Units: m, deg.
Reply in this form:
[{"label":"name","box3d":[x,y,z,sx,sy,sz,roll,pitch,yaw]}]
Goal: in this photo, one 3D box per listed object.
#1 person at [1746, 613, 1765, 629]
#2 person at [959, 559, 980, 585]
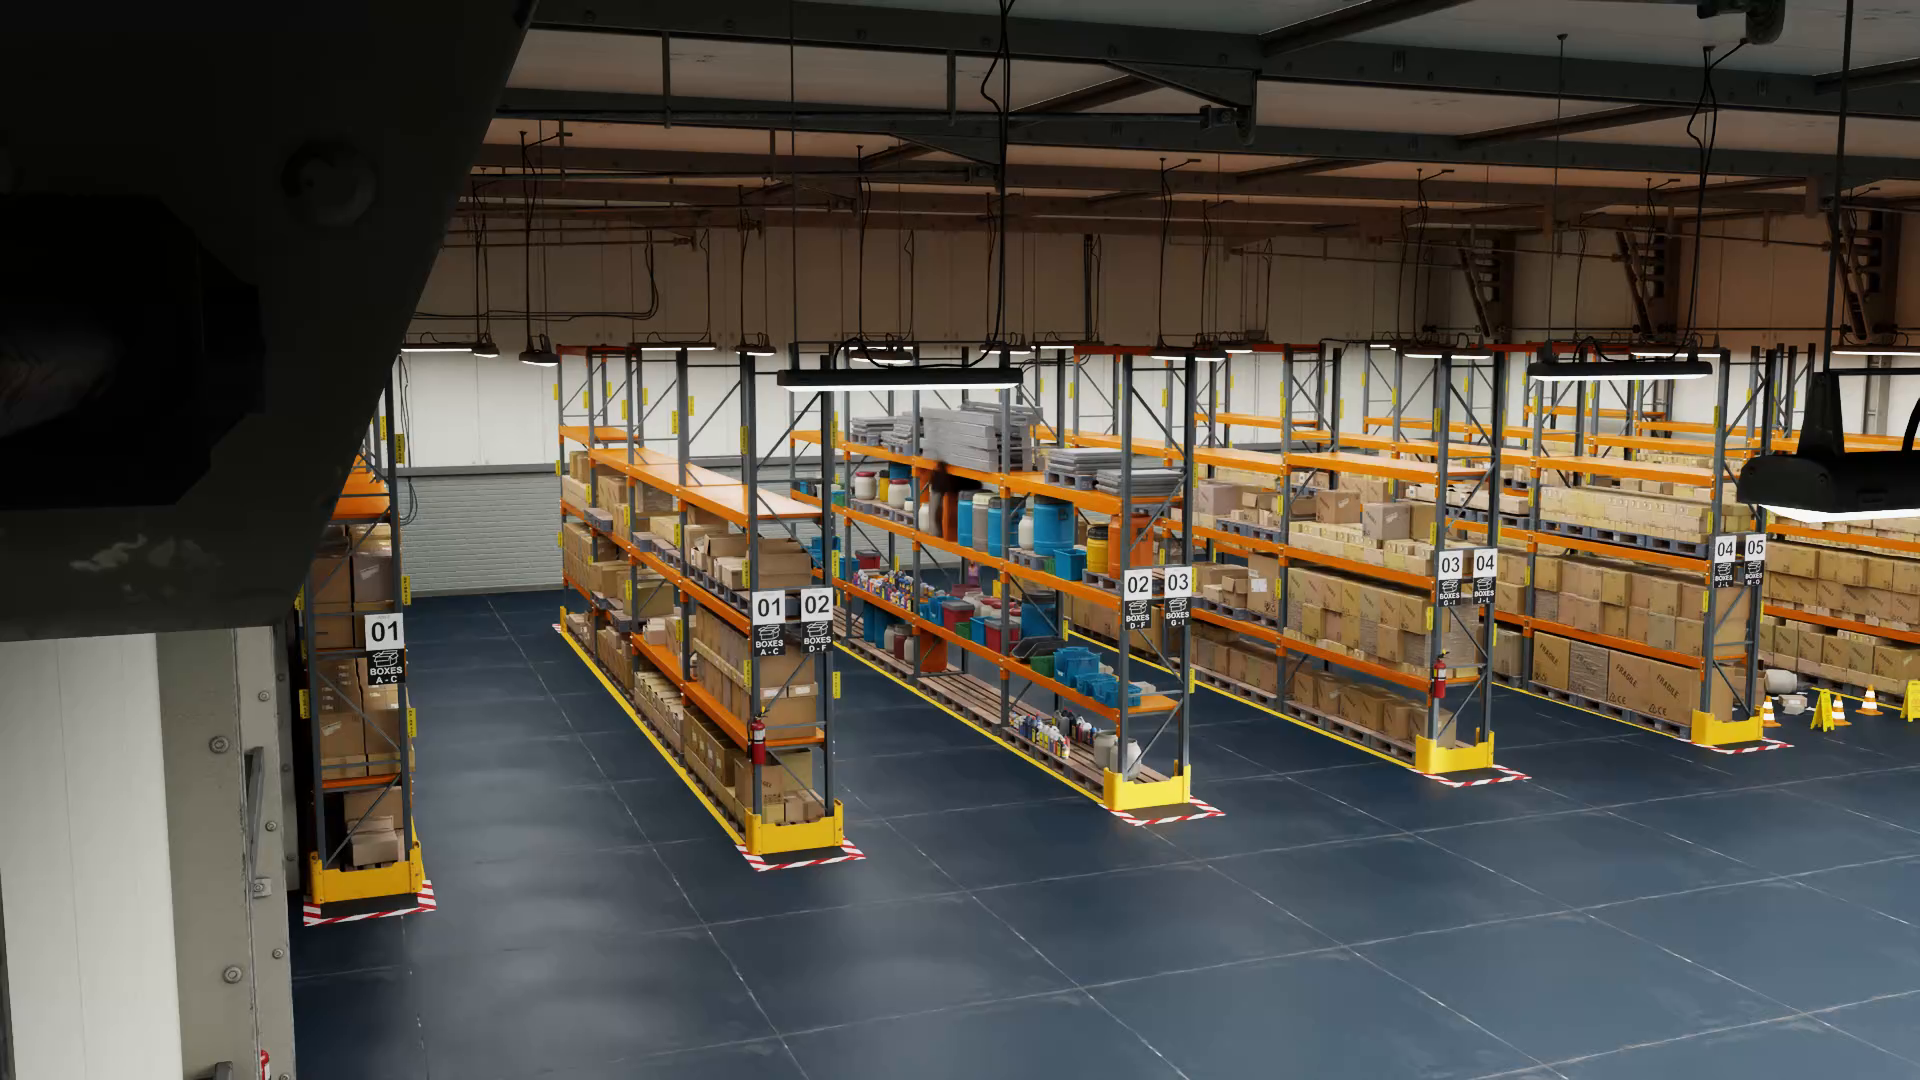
[{"label":"person","box3d":[15.902,1.350,33.144,0.604,1.596,0.714,-4,8,-26]},{"label":"person","box3d":[0.188,1.073,35.466,0.520,1.559,0.644,-4,8,-28]}]
